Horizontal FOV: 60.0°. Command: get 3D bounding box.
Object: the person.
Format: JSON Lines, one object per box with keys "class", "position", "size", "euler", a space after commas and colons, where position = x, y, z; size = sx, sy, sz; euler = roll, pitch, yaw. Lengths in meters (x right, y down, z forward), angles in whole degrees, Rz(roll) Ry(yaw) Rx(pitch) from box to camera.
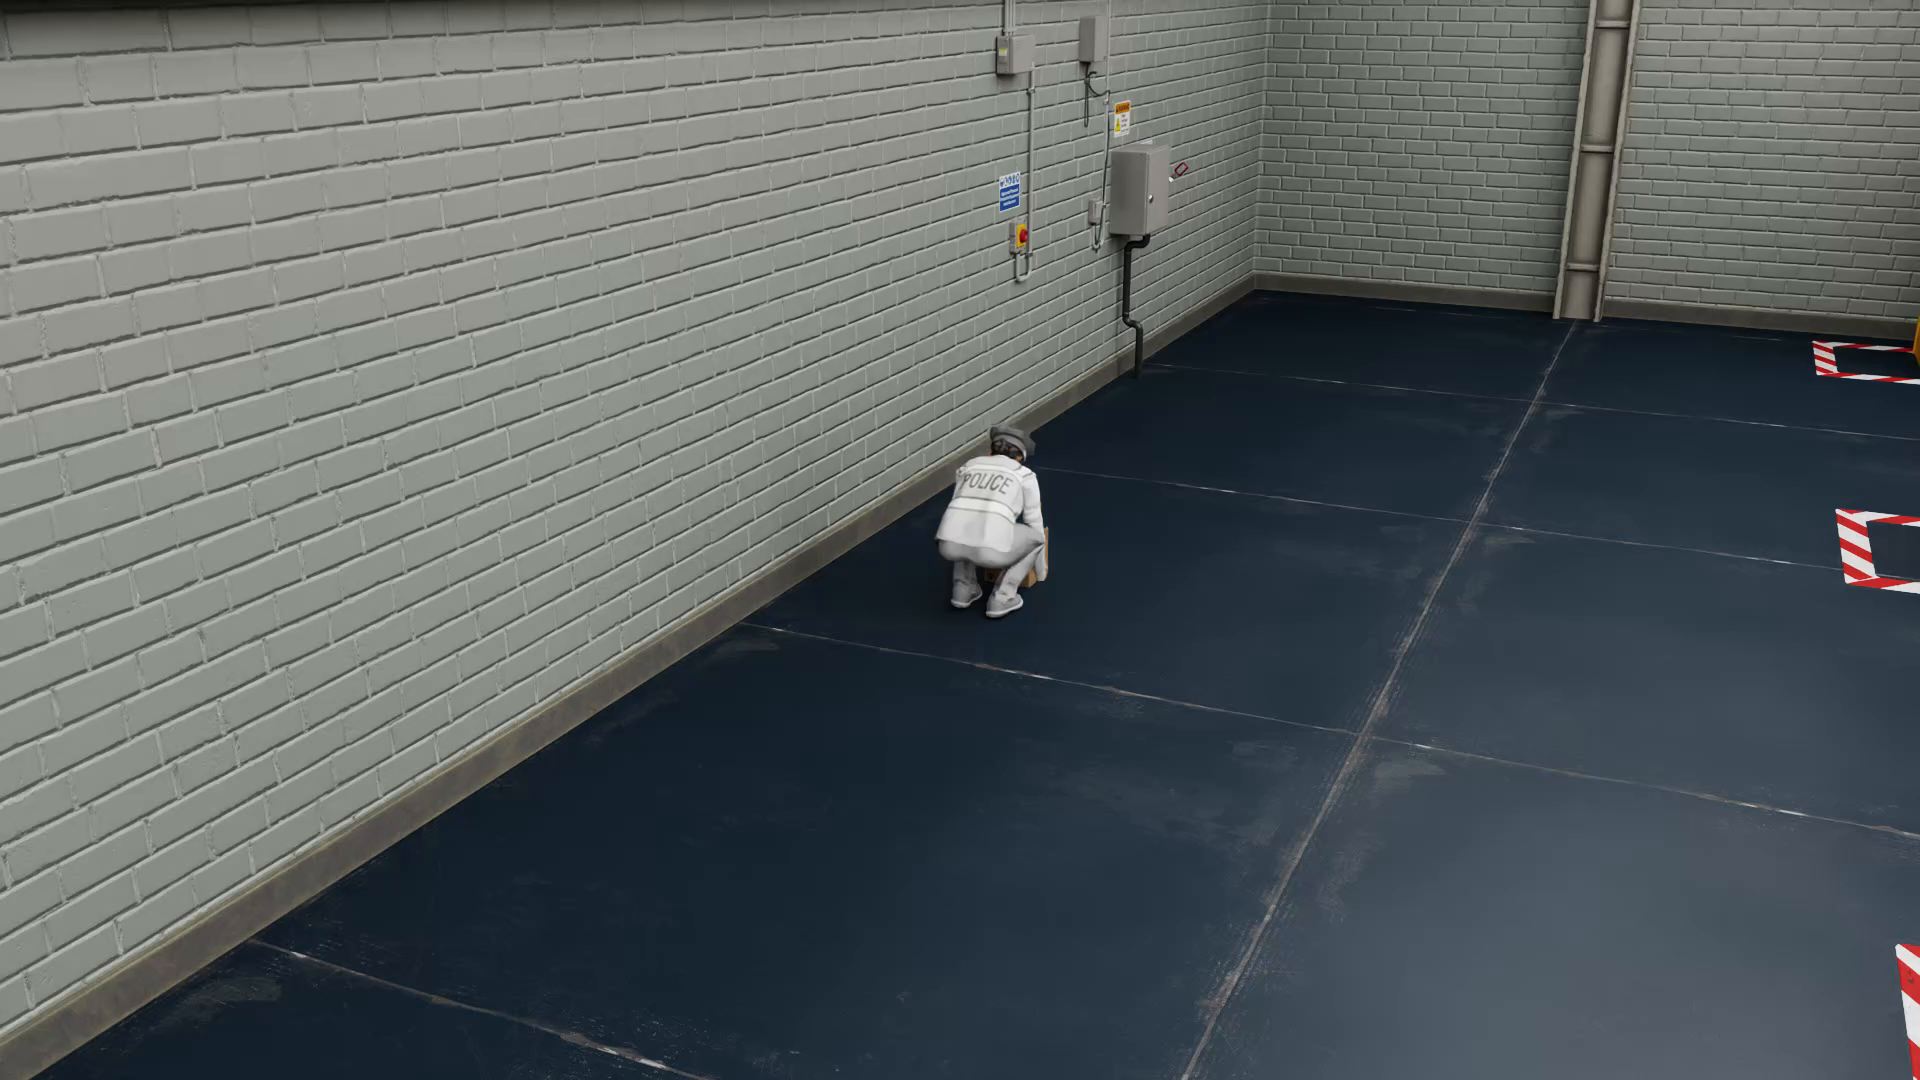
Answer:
{"class": "person", "position": [0.168, -0.075, 8.171], "size": [0.473, 0.851, 0.873], "euler": [8, 21, 23]}
